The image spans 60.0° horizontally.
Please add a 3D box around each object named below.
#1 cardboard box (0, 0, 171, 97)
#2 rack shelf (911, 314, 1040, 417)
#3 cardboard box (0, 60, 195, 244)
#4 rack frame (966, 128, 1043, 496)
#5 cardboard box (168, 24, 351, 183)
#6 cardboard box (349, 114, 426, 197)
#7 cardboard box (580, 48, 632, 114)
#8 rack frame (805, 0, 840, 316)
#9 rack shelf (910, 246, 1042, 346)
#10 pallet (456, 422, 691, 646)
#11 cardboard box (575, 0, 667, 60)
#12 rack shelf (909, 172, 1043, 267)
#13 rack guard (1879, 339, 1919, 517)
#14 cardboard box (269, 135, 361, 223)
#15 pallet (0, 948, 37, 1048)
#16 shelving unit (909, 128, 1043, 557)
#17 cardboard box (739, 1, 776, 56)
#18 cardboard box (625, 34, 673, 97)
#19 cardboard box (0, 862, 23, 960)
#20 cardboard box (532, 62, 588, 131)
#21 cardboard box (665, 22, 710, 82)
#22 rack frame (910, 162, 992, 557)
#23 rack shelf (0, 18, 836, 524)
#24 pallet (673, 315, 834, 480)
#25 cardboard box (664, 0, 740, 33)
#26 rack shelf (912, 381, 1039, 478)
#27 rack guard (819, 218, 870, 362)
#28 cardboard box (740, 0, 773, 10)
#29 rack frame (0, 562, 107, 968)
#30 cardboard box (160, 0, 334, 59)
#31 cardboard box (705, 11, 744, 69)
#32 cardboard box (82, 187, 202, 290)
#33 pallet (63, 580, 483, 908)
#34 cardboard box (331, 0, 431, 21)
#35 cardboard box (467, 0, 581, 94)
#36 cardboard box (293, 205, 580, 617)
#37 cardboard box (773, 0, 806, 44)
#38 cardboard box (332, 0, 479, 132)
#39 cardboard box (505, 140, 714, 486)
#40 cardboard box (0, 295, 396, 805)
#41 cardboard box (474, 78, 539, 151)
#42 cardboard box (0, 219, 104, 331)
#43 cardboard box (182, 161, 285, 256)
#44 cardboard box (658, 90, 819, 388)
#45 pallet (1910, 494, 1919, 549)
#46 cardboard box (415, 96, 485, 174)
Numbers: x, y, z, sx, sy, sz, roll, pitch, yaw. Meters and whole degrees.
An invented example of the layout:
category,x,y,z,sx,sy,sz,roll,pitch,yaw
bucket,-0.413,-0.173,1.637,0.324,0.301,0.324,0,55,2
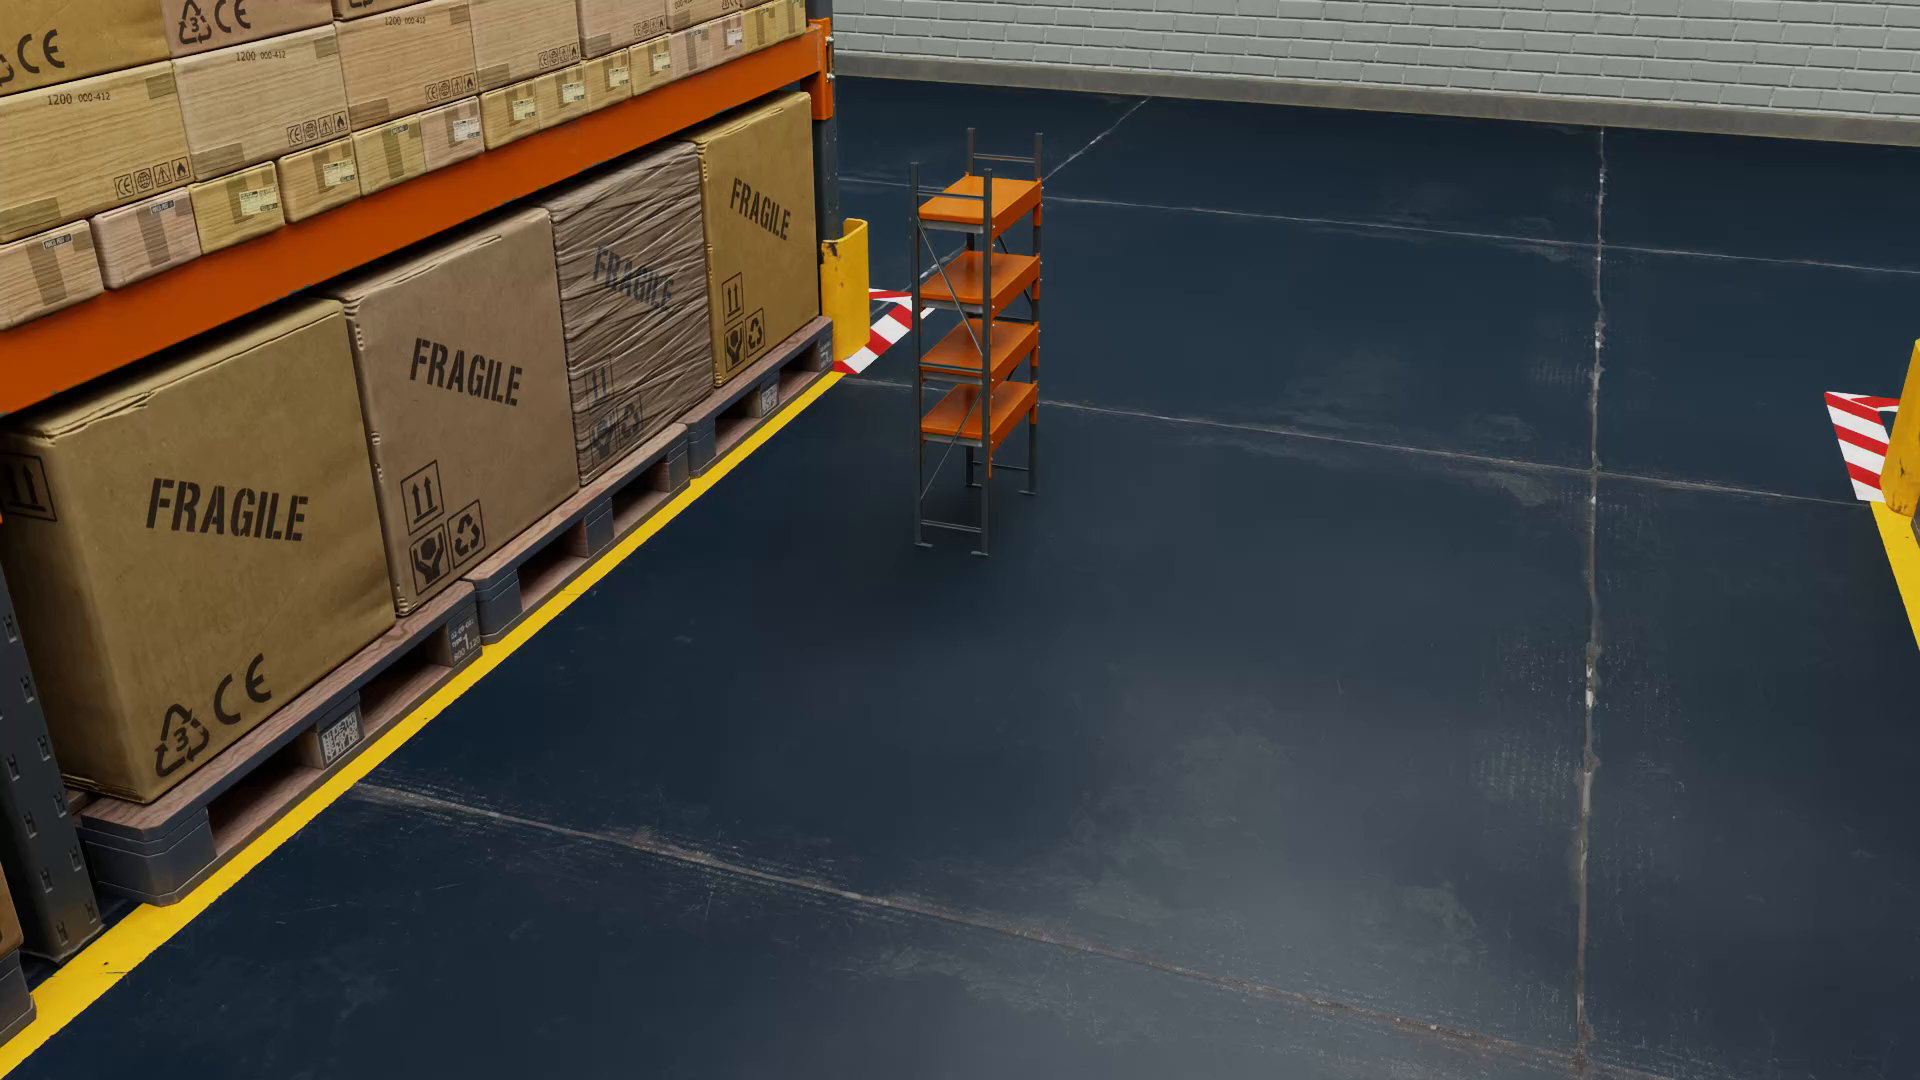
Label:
category,x,y,z,sx,sy,sz,roll,pitch,yaw
cardboard box,-1.906,-1.130,3.113,0.500,0.500,0.500,9,27,17
rack shelf,0.055,-0.548,5.158,0.258,0.148,0.480,9,27,17
cardboard box,-1.903,-0.788,3.266,0.500,0.250,0.500,8,27,16
rack frame,0.136,-0.708,5.336,0.240,1.200,0.015,9,27,17
cardboard box,-1.733,-0.992,3.687,0.500,0.250,0.500,9,27,17
cardboard box,-1.549,-0.957,4.072,0.380,0.149,0.250,8,27,17
cardboard box,-1.208,-1.377,4.939,0.380,0.149,0.250,9,27,18
rack frame,-0.975,-2.210,6.373,1.000,3.000,0.127,9,27,17
rack shelf,0.055,-0.749,5.061,0.258,0.148,0.480,9,27,17
pallet,-1.575,-0.116,5.247,1.003,0.211,1.213,9,27,17
cardboard box,-1.225,-1.622,4.988,0.500,0.250,0.500,8,27,16
rack shelf,0.055,-0.962,4.958,0.258,0.148,0.480,9,27,17
rack guard,3.643,-0.293,5.282,1.175,0.500,0.348,9,27,17
cardboard box,-1.634,-0.851,3.855,0.380,0.149,0.250,8,27,16
pallet,-2.492,1.016,2.908,1.003,0.211,1.213,9,27,17
shelving unit,0.055,-0.608,5.129,0.258,1.200,0.503,9,27,17
cardboard box,-0.868,-1.796,5.806,0.380,0.149,0.250,9,27,18
cardboard box,-1.122,-1.483,5.160,0.380,0.149,0.250,8,27,16
cardboard box,-2.501,0.467,2.800,1.225,0.875,0.875,9,27,18
cardboard box,-1.292,-1.275,4.730,0.380,0.149,0.250,9,27,18
cardboard box,-1.037,-1.590,5.381,0.380,0.149,0.250,9,27,18
rack frame,-0.026,-0.508,4.922,0.240,1.200,0.015,9,27,17
rack shelf,-1.641,-1.065,4.832,1.077,0.370,4.000,9,27,17
pallet,-1.168,-0.615,6.279,1.003,0.211,1.213,9,27,17
cardboard box,-1.056,-1.831,5.420,0.500,0.250,0.500,8,27,17
rack shelf,0.055,-0.369,5.245,0.258,0.148,0.480,9,27,17
rack guard,-0.967,-1.095,6.938,1.175,0.500,0.348,9,27,17
cardboard box,-0.886,-2.039,5.850,0.500,0.250,0.500,8,27,17
rack frame,-2.307,-0.567,2.978,1.000,3.000,0.127,9,27,17
cardboard box,-1.735,-1.332,3.528,0.500,0.500,0.500,9,27,17
cardboard box,-0.953,-1.693,5.592,0.380,0.149,0.250,9,27,18
cardboard box,-1.807,-0.635,3.407,0.380,0.149,0.250,8,27,16
pallet,-1.980,0.387,4.208,1.003,0.211,1.213,9,27,17
cardboard box,-1.566,-1.546,3.971,0.500,0.500,0.500,8,27,16
cardboard box,-1.394,-1.407,4.545,0.500,0.250,0.500,9,27,18
cardboard box,-1.712,-0.429,4.650,0.875,0.875,0.875,9,27,17
cardboard box,-0.783,-1.903,6.027,0.380,0.149,0.250,9,27,18
cardboard box,-1.566,-1.205,4.128,0.500,0.250,0.500,9,27,19
cardboard box,-1.416,-0.795,5.405,0.875,0.875,0.875,9,27,17
cardboard box,-2.011,-0.059,3.886,0.875,0.875,0.875,9,27,17
cardboard box,-1.377,-1.168,4.508,0.380,0.149,0.250,8,27,16
cardboard box,-1.894,-0.527,3.184,0.380,0.149,0.250,9,27,18
cardboard box,-1.720,-0.743,3.631,0.380,0.149,0.250,10,27,19
cardboard box,-1.113,-1.169,6.178,0.875,0.875,0.875,9,27,17
pallet,3.339,0.165,4.666,1.003,0.211,1.213,9,27,17
cardboard box,-1.464,-1.060,4.285,0.380,0.149,0.250,9,27,18
